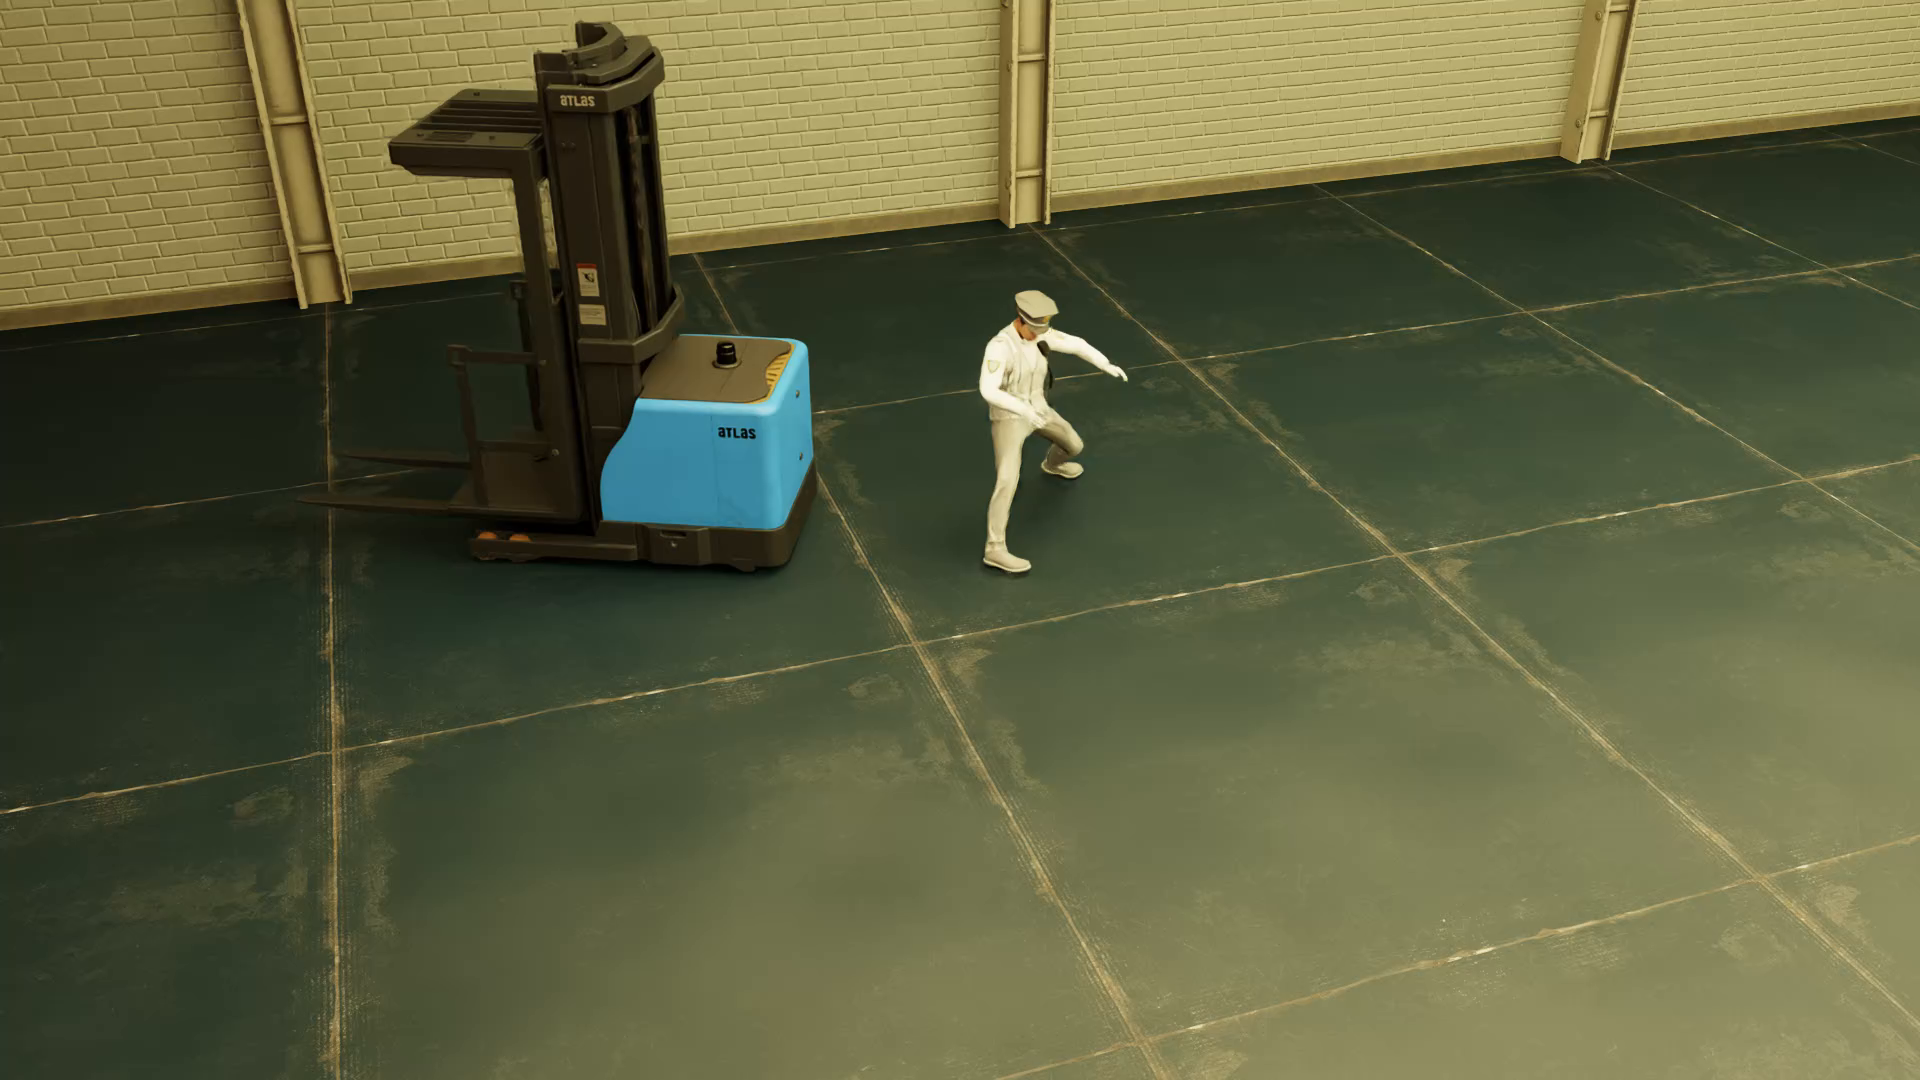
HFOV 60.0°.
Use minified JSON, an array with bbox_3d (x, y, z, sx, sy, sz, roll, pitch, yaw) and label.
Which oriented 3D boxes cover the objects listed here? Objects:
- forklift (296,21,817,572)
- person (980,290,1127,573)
[{"bbox_3d":[-2.450,-1.394,9.509,3.031,2.935,1.130,3,30,6],"label":"forklift"},{"bbox_3d":[0.496,-0.756,9.857,1.248,1.473,0.787,-24,38,-36],"label":"person"}]
